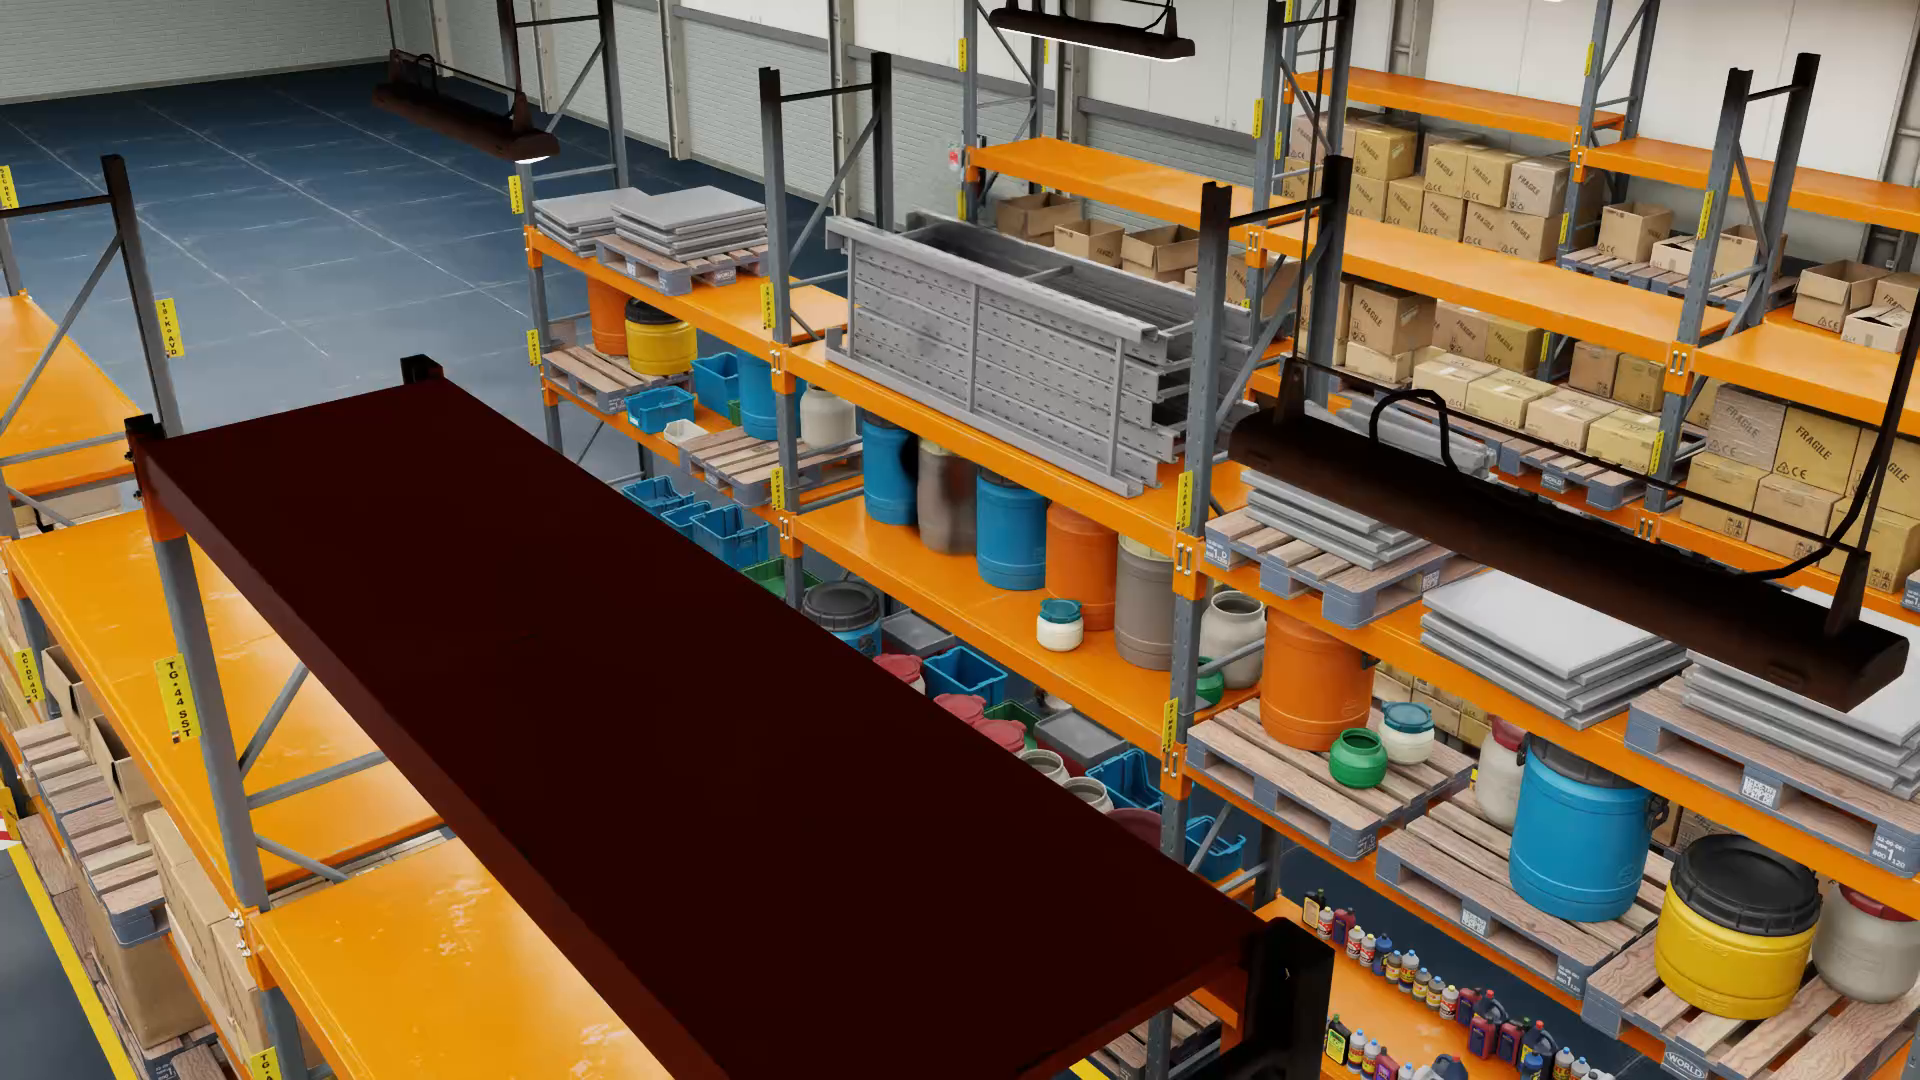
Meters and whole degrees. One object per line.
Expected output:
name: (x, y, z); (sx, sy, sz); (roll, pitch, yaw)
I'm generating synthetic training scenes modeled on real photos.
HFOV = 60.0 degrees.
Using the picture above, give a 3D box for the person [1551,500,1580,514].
person: (5.744, 0.571, 15.243); (0.704, 1.720, 1.017); (-17, 31, -31)

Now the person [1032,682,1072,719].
person: (0.903, 1.366, 13.606); (0.606, 1.665, 0.661); (-19, 32, -34)
